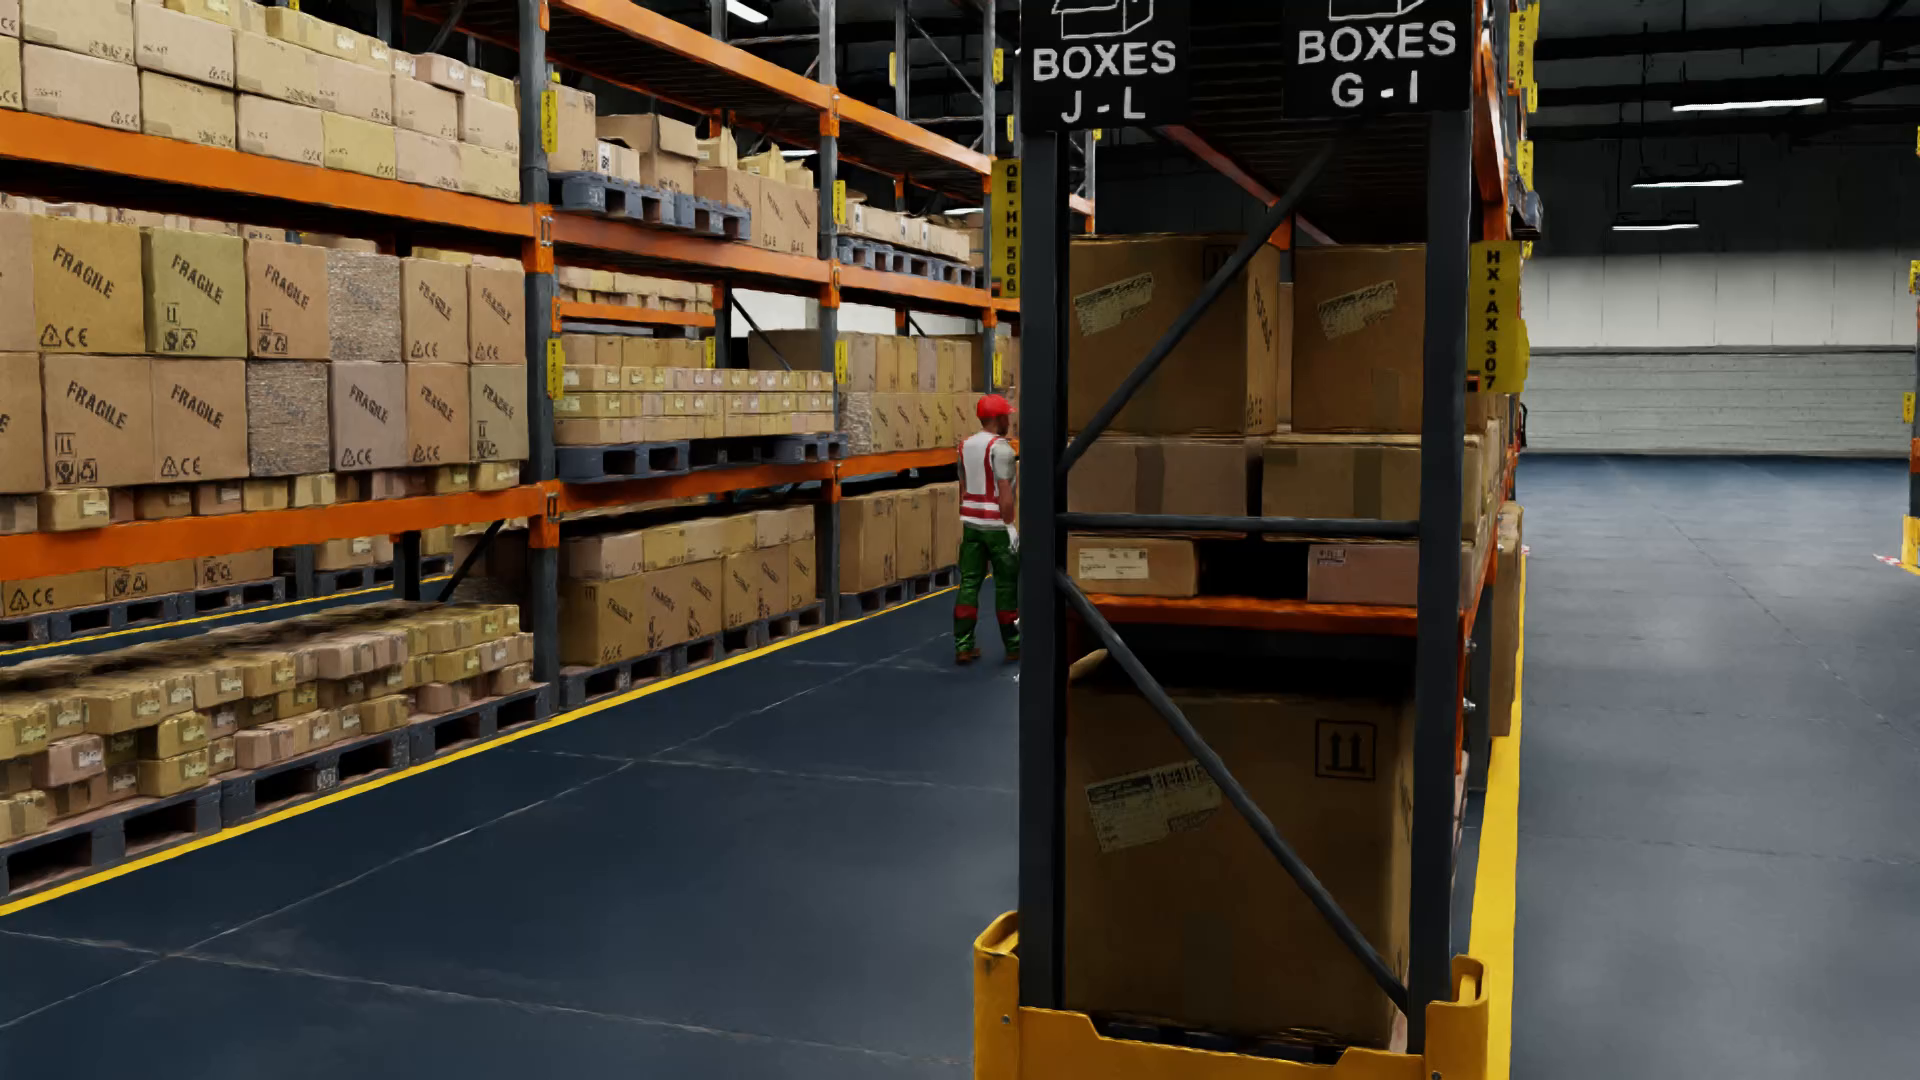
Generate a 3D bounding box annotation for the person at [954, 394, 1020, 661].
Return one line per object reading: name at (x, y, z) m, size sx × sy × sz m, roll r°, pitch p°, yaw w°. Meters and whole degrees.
person at (0.243, -0.087, 11.200) m, size 0.585 × 1.792 × 0.544 m, roll -5°, pitch 7°, yaw -45°
